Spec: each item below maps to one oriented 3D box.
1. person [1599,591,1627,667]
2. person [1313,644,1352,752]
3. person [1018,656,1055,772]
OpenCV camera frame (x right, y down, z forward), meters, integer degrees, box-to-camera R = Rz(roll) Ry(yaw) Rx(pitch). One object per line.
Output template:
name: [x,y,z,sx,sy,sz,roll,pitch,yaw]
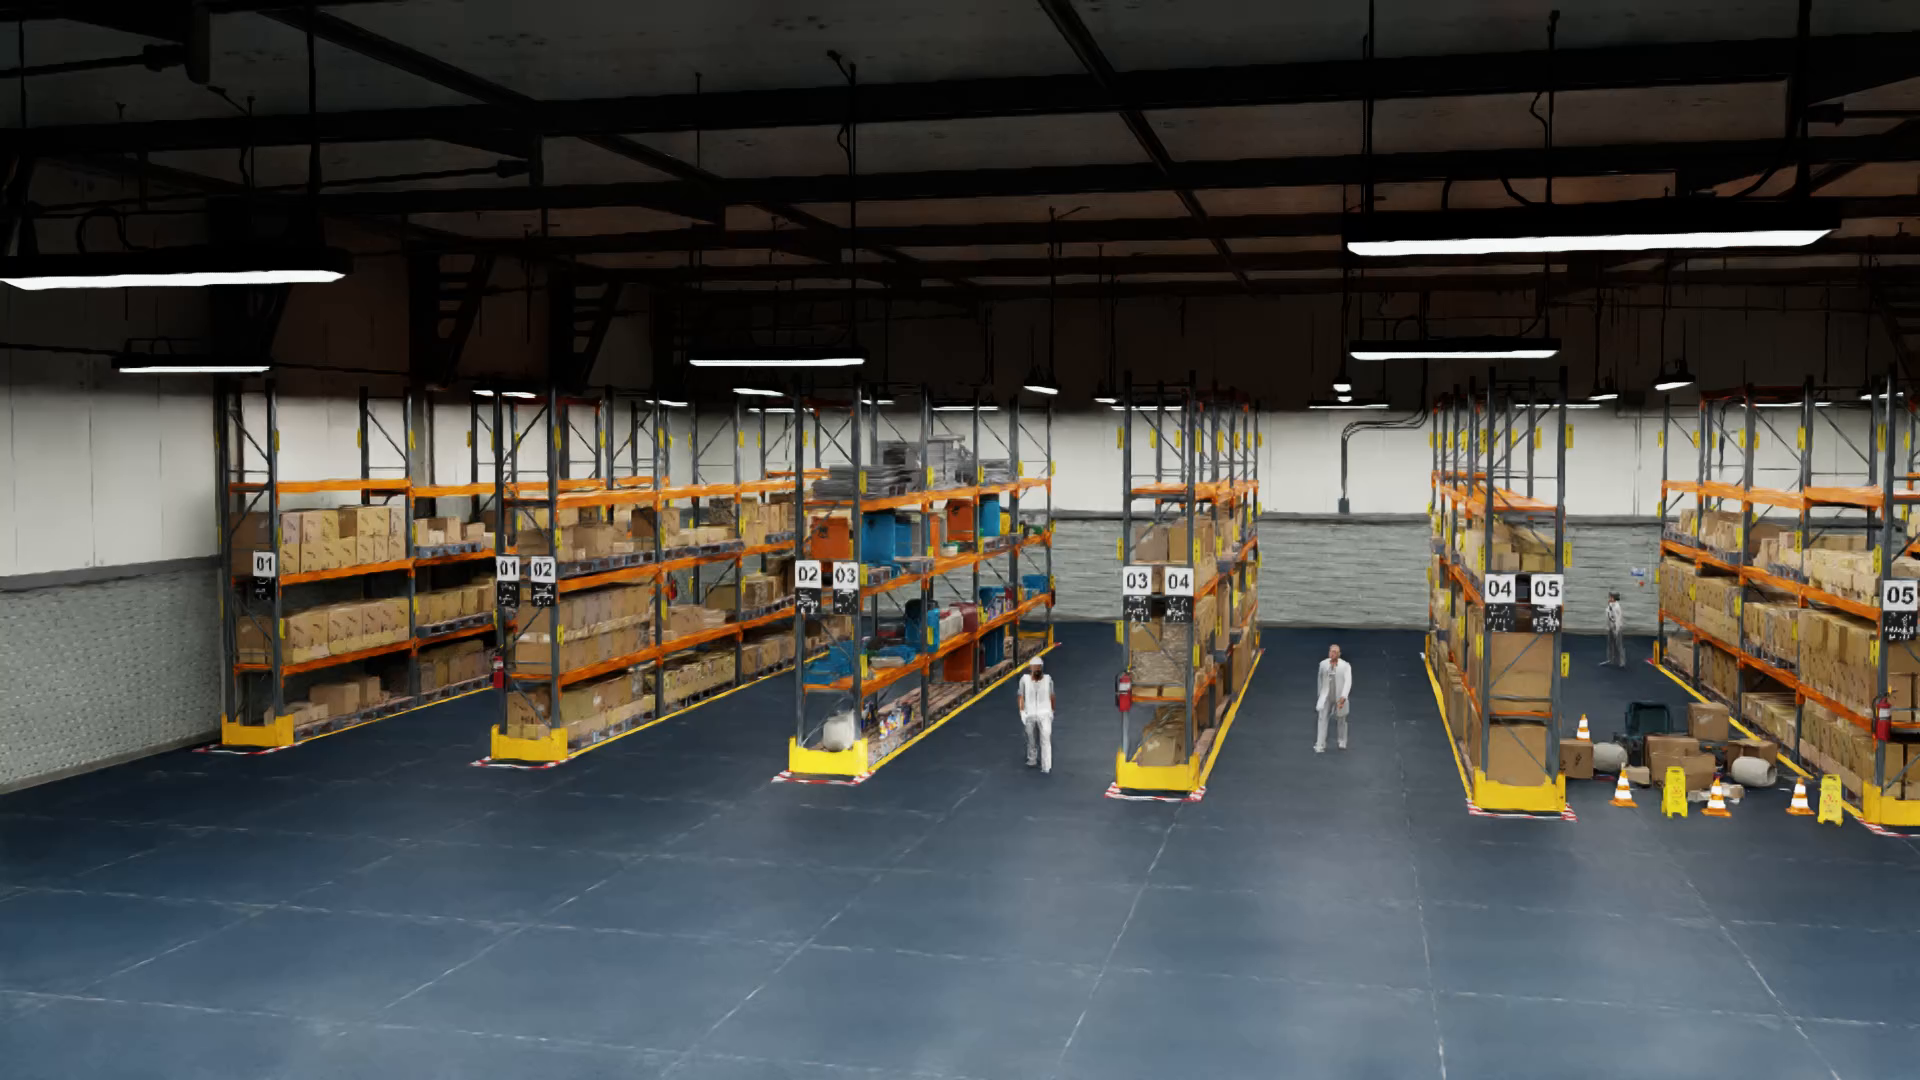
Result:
person: [14.491,1.958,36.816,0.492,1.667,0.585,0,3,3]
person: [5.998,2.527,26.664,0.575,1.714,1.104,1,4,23]
person: [1.152,2.618,25.174,0.554,1.724,1.023,0,3,5]
